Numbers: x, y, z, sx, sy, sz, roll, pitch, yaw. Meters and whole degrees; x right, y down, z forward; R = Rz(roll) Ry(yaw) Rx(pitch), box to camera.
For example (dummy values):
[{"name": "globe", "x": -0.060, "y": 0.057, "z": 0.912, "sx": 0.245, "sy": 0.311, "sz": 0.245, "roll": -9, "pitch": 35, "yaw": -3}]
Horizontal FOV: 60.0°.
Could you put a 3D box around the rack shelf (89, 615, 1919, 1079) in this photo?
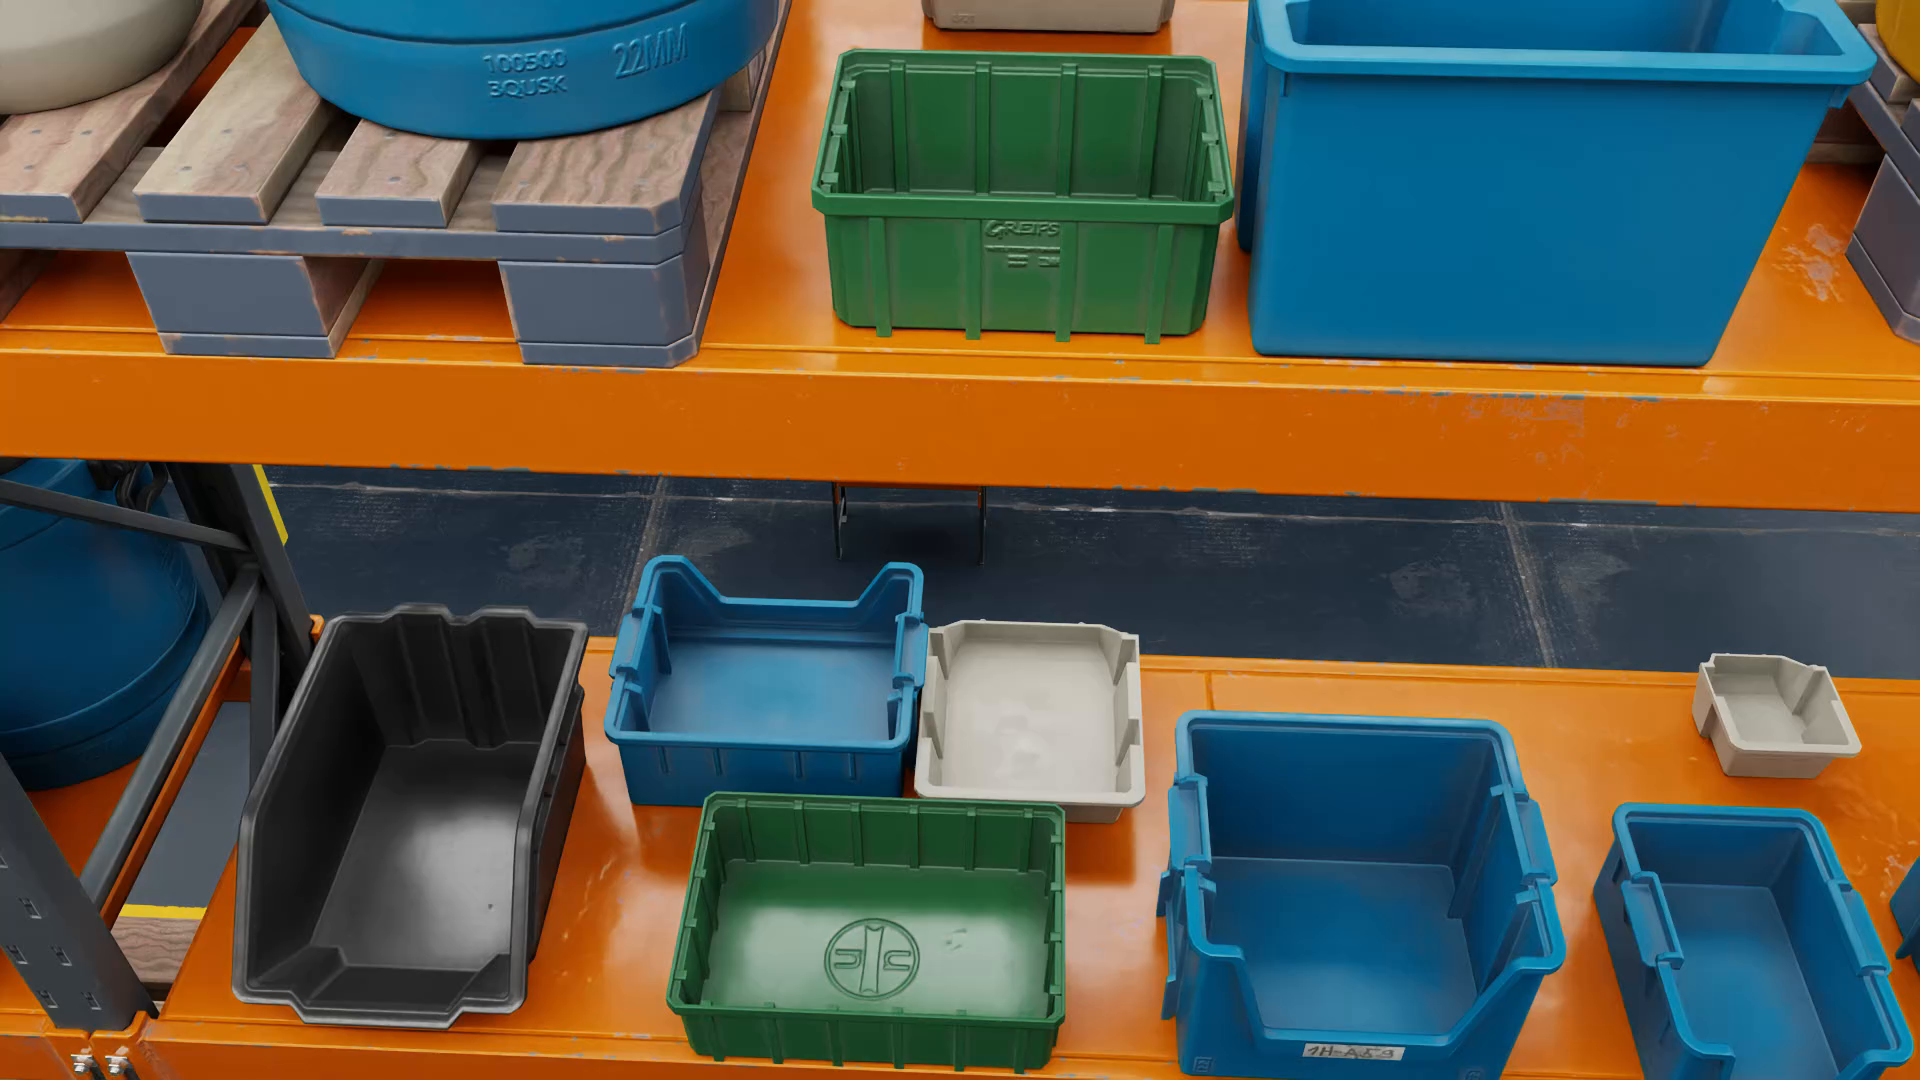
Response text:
[{"name": "rack shelf", "x": 0.507, "y": 0.708, "z": 3.317, "sx": 4.000, "sy": 0.370, "sz": 1.077, "roll": 2, "pitch": 43, "yaw": 2}]

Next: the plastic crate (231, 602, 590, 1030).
[{"name": "plastic crate", "x": -0.974, "y": 0.509, "z": 3.049, "sx": 0.504, "sy": 0.338, "sz": 0.767, "roll": 2, "pitch": 43, "yaw": 2}]

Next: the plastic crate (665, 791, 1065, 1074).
[{"name": "plastic crate", "x": -0.148, "y": 0.695, "z": 2.959, "sx": 0.662, "sy": 0.188, "sz": 0.450, "roll": 2, "pitch": 43, "yaw": 2}]

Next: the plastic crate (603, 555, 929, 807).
[{"name": "plastic crate", "x": -0.374, "y": 0.287, "z": 3.350, "sx": 0.616, "sy": 0.251, "sz": 0.499, "roll": 2, "pitch": 43, "yaw": 2}]

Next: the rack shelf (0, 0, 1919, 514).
[{"name": "rack shelf", "x": 0.507, "y": -0.389, "z": 2.295, "sx": 4.000, "sy": 0.370, "sz": 1.077, "roll": 2, "pitch": 43, "yaw": 2}]

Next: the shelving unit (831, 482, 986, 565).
[{"name": "shelving unit", "x": -0.165, "y": -0.444, "z": 5.346, "sx": 0.503, "sy": 1.200, "sz": 0.258, "roll": 2, "pitch": 43, "yaw": 2}]

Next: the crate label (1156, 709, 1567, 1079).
[{"name": "crate label", "x": 0.654, "y": 0.621, "z": 2.857, "sx": 0.616, "sy": 0.435, "sz": 0.502, "roll": 2, "pitch": 43, "yaw": 2}]

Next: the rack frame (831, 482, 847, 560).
[{"name": "rack frame", "x": -0.409, "y": -0.452, "z": 5.355, "sx": 0.015, "sy": 1.200, "sz": 0.240, "roll": 2, "pitch": 43, "yaw": 2}]

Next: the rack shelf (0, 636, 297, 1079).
[{"name": "rack shelf", "x": -3.489, "y": 0.585, "z": 3.449, "sx": 4.000, "sy": 0.370, "sz": 1.077, "roll": 2, "pitch": 43, "yaw": 2}]

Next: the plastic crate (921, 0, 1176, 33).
[{"name": "plastic crate", "x": 0.130, "y": -0.844, "z": 2.448, "sx": 0.396, "sy": 0.136, "sz": 0.243, "roll": 2, "pitch": 43, "yaw": 2}]

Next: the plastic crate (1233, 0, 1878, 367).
[{"name": "plastic crate", "x": 0.586, "y": -0.439, "z": 1.832, "sx": 0.575, "sy": 0.384, "sz": 0.392, "roll": 2, "pitch": 43, "yaw": 2}]

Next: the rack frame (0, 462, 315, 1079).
[{"name": "rack frame", "x": -1.491, "y": 0.384, "z": 3.138, "sx": 0.127, "sy": 3.000, "sz": 1.000, "roll": 2, "pitch": 43, "yaw": 2}]

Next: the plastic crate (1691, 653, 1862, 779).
[{"name": "plastic crate", "x": 1.625, "y": 0.356, "z": 3.360, "sx": 0.250, "sy": 0.136, "sz": 0.298, "roll": 2, "pitch": 43, "yaw": 2}]

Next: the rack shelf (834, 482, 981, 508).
[{"name": "rack shelf", "x": -0.165, "y": -0.250, "z": 5.528, "sx": 0.480, "sy": 0.148, "sz": 0.258, "roll": 2, "pitch": 43, "yaw": 2}]

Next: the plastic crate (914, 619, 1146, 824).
[{"name": "plastic crate", "x": 0.142, "y": 0.357, "z": 3.359, "sx": 0.437, "sy": 0.136, "sz": 0.530, "roll": 2, "pitch": 43, "yaw": 2}]

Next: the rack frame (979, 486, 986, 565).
[{"name": "rack frame", "x": 0.078, "y": -0.437, "z": 5.338, "sx": 0.015, "sy": 1.200, "sz": 0.240, "roll": 2, "pitch": 43, "yaw": 2}]

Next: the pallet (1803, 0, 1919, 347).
[{"name": "pallet", "x": 1.682, "y": -0.614, "z": 2.147, "sx": 1.213, "sy": 0.211, "sz": 1.003, "roll": 2, "pitch": 43, "yaw": 2}]

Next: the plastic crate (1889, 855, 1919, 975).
[{"name": "plastic crate", "x": 1.991, "y": 0.749, "z": 2.854, "sx": 0.616, "sy": 0.251, "sz": 0.499, "roll": 2, "pitch": 43, "yaw": 2}]

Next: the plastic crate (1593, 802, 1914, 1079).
[{"name": "plastic crate", "x": 1.343, "y": 0.725, "z": 2.880, "sx": 0.408, "sy": 0.251, "sz": 0.499, "roll": 2, "pitch": 43, "yaw": 2}]

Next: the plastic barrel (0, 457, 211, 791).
[{"name": "plastic barrel", "x": -1.864, "y": -0.018, "z": 3.201, "sx": 0.708, "sy": 0.901, "sz": 0.600, "roll": 2, "pitch": 43, "yaw": 2}]

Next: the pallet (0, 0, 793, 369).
[{"name": "pallet", "x": -0.766, "y": -0.689, "z": 2.227, "sx": 1.003, "sy": 0.211, "sz": 1.213, "roll": 2, "pitch": 43, "yaw": 2}]

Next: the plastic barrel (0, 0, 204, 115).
[{"name": "plastic barrel", "x": -1.070, "y": -0.762, "z": 1.776, "sx": 0.421, "sy": 0.512, "sz": 0.421, "roll": 0, "pitch": 43, "yaw": 0}]

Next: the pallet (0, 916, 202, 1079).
[{"name": "pallet", "x": -2.278, "y": 1.406, "z": 4.086, "sx": 1.213, "sy": 0.211, "sz": 1.003, "roll": 2, "pitch": 43, "yaw": 2}]

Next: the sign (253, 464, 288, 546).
[{"name": "sign", "x": -1.456, "y": -0.092, "z": 3.445, "sx": 0.005, "sy": 0.325, "sz": 0.100, "roll": 2, "pitch": 43, "yaw": 2}]

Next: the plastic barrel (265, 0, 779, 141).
[{"name": "plastic barrel", "x": -0.502, "y": -0.948, "z": 1.690, "sx": 0.708, "sy": 0.901, "sz": 0.600, "roll": 2, "pitch": 43, "yaw": 2}]

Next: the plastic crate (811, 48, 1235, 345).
[{"name": "plastic crate", "x": 0.073, "y": -0.403, "z": 1.936, "sx": 0.450, "sy": 0.188, "sz": 0.336, "roll": 2, "pitch": 43, "yaw": 2}]
